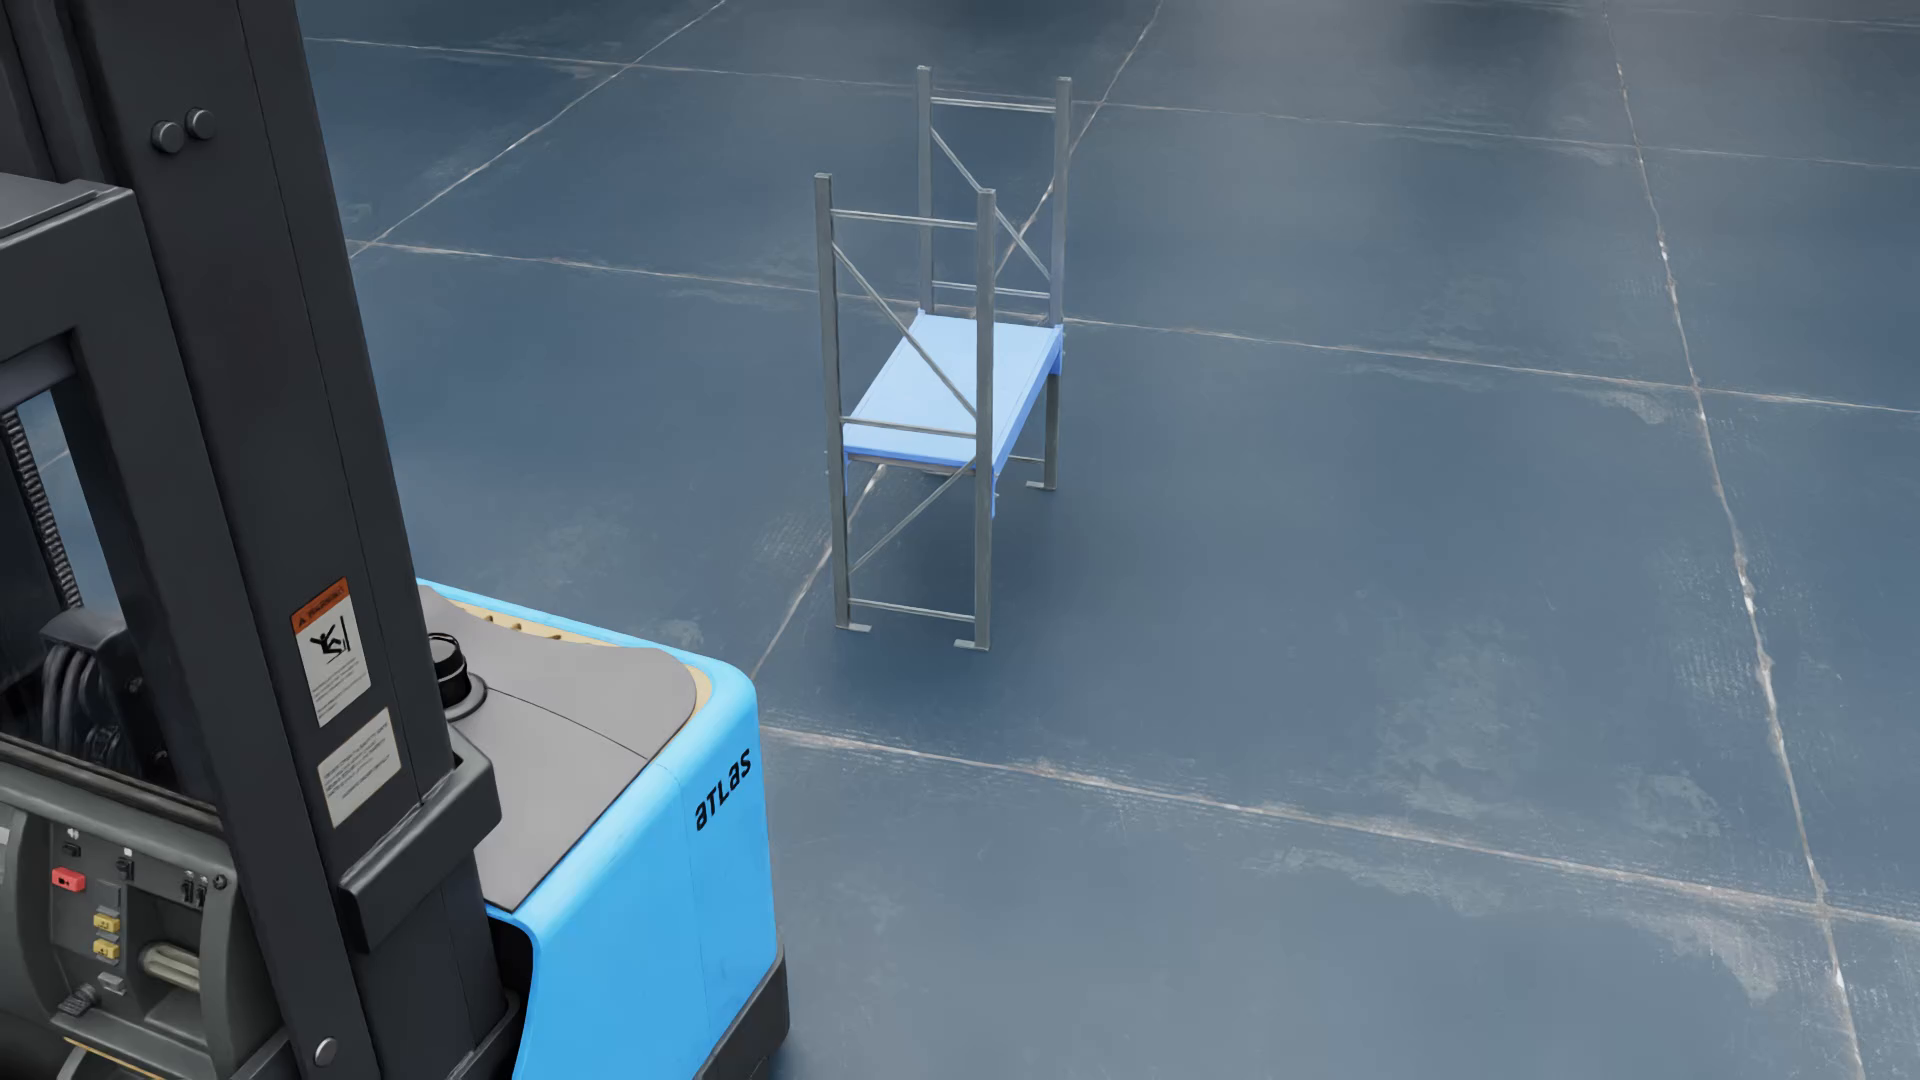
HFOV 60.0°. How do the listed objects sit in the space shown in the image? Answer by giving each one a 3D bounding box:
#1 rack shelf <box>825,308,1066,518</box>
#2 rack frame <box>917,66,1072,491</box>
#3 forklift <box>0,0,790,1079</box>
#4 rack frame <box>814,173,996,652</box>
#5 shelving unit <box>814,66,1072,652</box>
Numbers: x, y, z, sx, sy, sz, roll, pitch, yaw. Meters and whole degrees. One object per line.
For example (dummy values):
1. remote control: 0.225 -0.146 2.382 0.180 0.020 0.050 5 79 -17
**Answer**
1. rack shelf: -0.022 -0.437 5.374 0.538 0.185 1.000 8 33 12
2. rack frame: 0.107 -0.852 5.693 0.500 1.500 0.032 8 33 12
3. forklift: -1.444 0.550 2.153 1.130 2.935 3.031 13 35 20
4. rack frame: -0.151 -0.325 4.863 0.500 1.500 0.032 8 33 12
5. shelving unit: -0.022 -0.589 5.278 0.538 1.500 1.048 8 33 12
